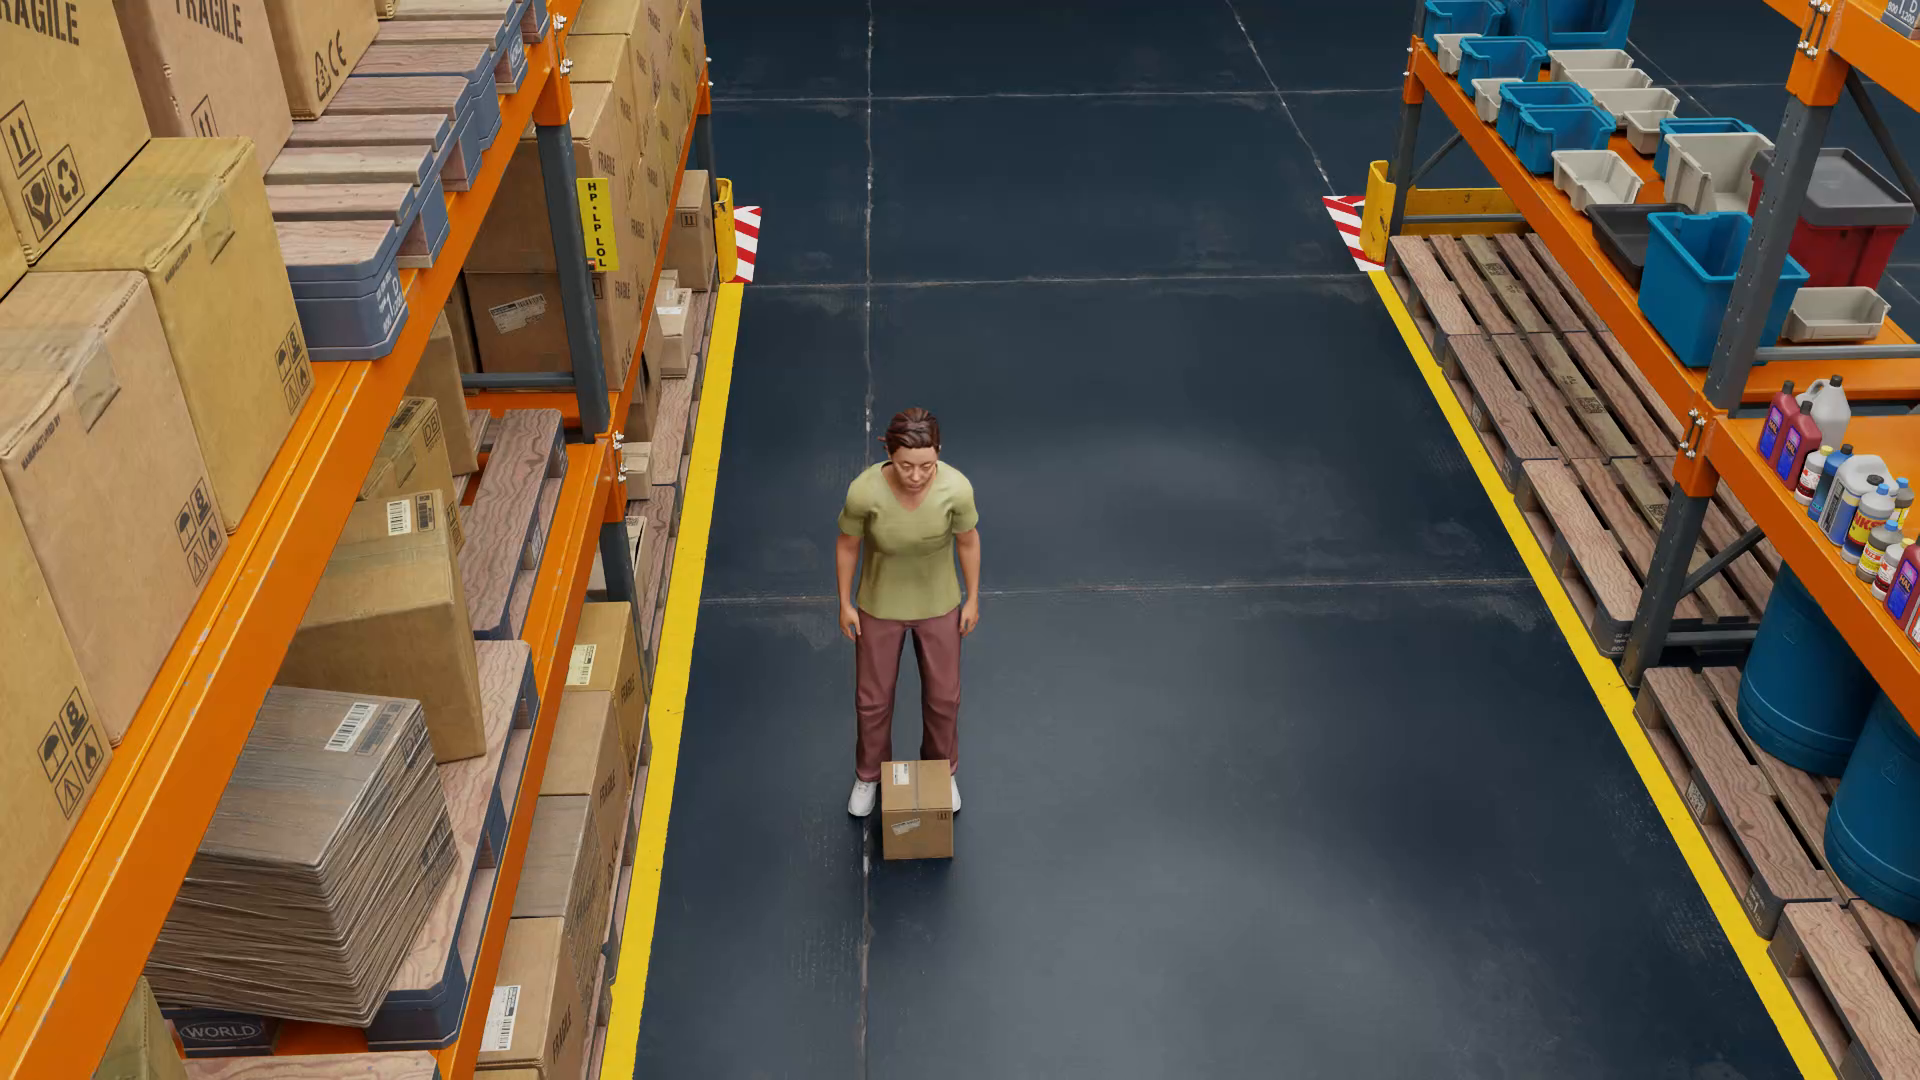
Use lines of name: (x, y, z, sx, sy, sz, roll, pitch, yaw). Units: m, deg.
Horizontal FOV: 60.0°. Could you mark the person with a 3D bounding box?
person: (-0.174, 0.249, 5.796, 0.500, 1.672, 0.362, -3, 35, -4)
